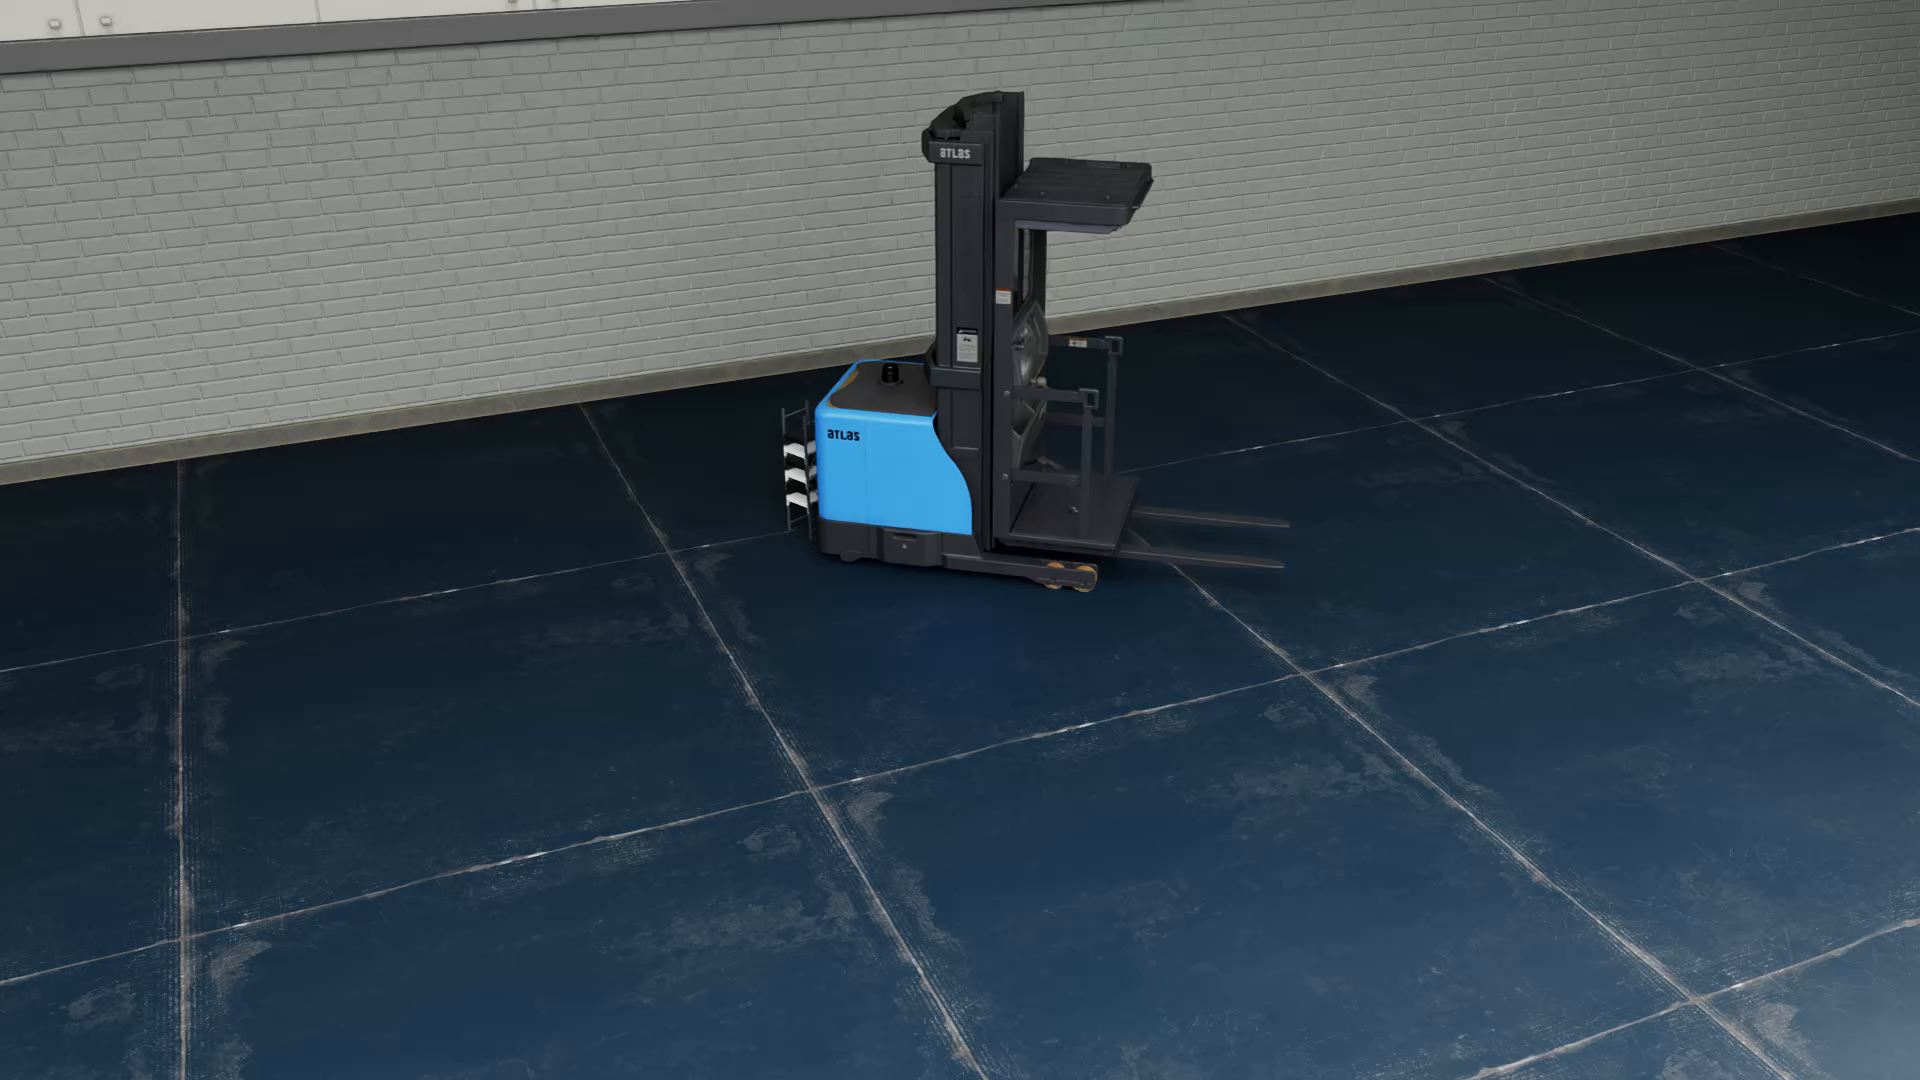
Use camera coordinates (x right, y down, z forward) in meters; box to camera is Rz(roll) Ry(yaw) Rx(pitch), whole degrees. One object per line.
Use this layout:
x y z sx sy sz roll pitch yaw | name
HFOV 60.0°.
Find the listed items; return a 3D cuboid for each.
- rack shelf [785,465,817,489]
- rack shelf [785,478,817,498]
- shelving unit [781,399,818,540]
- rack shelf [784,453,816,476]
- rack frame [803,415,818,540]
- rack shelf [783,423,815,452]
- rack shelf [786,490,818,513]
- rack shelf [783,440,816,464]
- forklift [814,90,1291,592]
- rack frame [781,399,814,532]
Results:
-1.019 -0.444 11.206 0.200 0.077 0.258 20 33 36 | rack shelf
-1.018 -0.363 11.246 0.200 0.077 0.258 20 33 36 | rack shelf
-1.019 -0.473 11.192 0.210 0.900 0.258 20 33 36 | shelving unit
-1.020 -0.524 11.167 0.200 0.077 0.258 20 33 36 | rack shelf
-0.942 -0.445 11.132 0.006 0.900 0.240 20 33 36 | rack frame
-1.021 -0.686 11.087 0.200 0.077 0.258 20 33 36 | rack shelf
-1.018 -0.282 11.285 0.200 0.077 0.258 20 33 36 | rack shelf
-1.020 -0.605 11.127 0.200 0.077 0.258 20 33 36 | rack shelf
0.632 -1.243 10.454 3.031 2.935 1.130 6 27 12 | forklift
-1.096 -0.502 11.251 0.006 0.900 0.240 20 33 36 | rack frame
